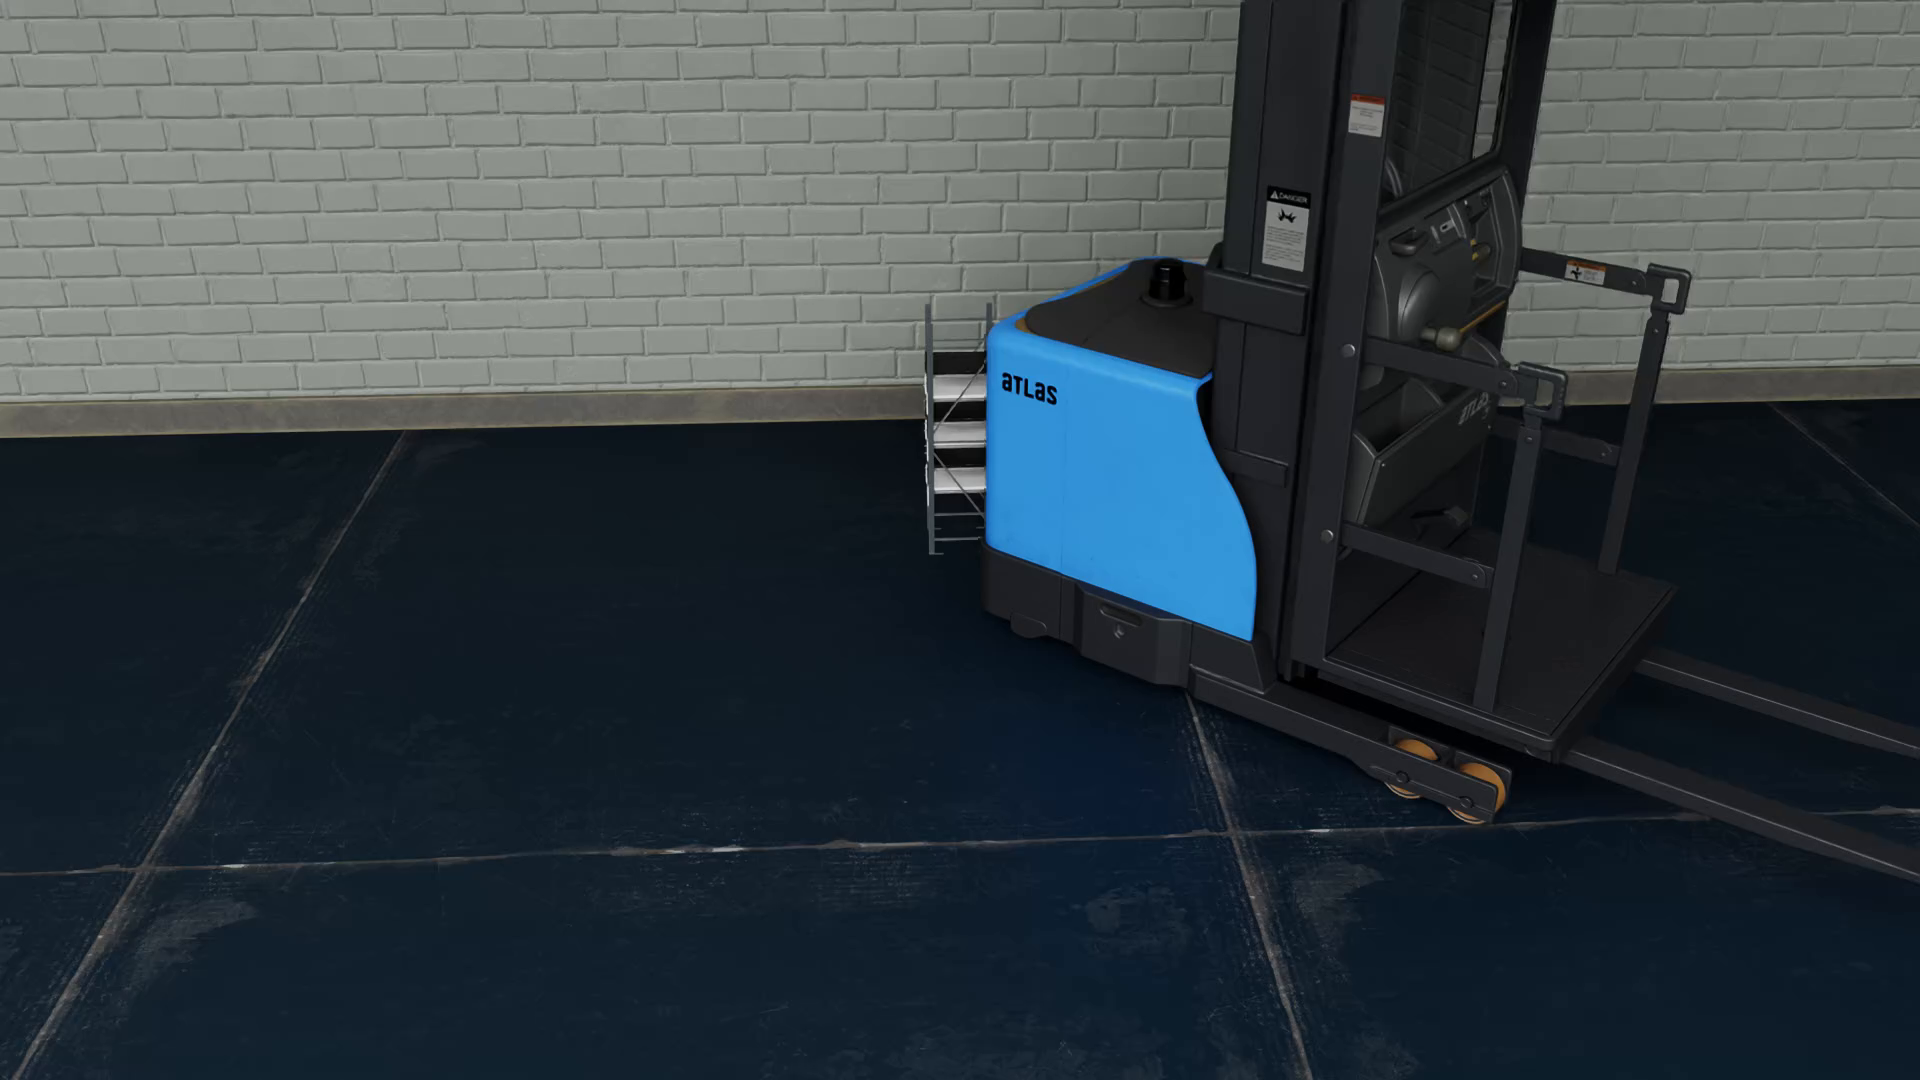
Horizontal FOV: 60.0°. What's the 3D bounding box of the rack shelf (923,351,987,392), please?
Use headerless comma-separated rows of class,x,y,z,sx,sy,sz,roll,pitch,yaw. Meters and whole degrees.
rack shelf,0.000,-0.605,5.925,0.258,0.077,0.200,-1,28,-3

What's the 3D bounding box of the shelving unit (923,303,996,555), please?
shelving unit,0.000,-0.395,6.035,0.258,0.900,0.210,-1,28,-3

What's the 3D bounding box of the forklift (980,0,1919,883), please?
forklift,1.542,-0.775,4.567,3.031,2.935,1.130,20,33,33

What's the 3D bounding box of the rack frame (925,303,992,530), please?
rack frame,-0.005,-0.442,6.125,0.240,0.900,0.006,-1,28,-3

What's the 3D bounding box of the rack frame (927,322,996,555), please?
rack frame,0.006,-0.348,5.945,0.240,0.900,0.006,-1,28,-3

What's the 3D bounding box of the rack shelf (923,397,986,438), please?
rack shelf,0.000,-0.445,6.009,0.258,0.077,0.200,-1,28,-3

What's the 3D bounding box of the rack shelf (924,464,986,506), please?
rack shelf,0.000,-0.206,6.133,0.258,0.077,0.200,-1,28,-3

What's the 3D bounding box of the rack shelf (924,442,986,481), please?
rack shelf,0.000,-0.286,6.092,0.258,0.077,0.200,-1,28,-3

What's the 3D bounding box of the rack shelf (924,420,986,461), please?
rack shelf,0.000,-0.366,6.050,0.258,0.077,0.200,-1,28,-3

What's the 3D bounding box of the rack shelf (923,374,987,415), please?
rack shelf,0.000,-0.525,5.967,0.258,0.077,0.200,-1,28,-3
